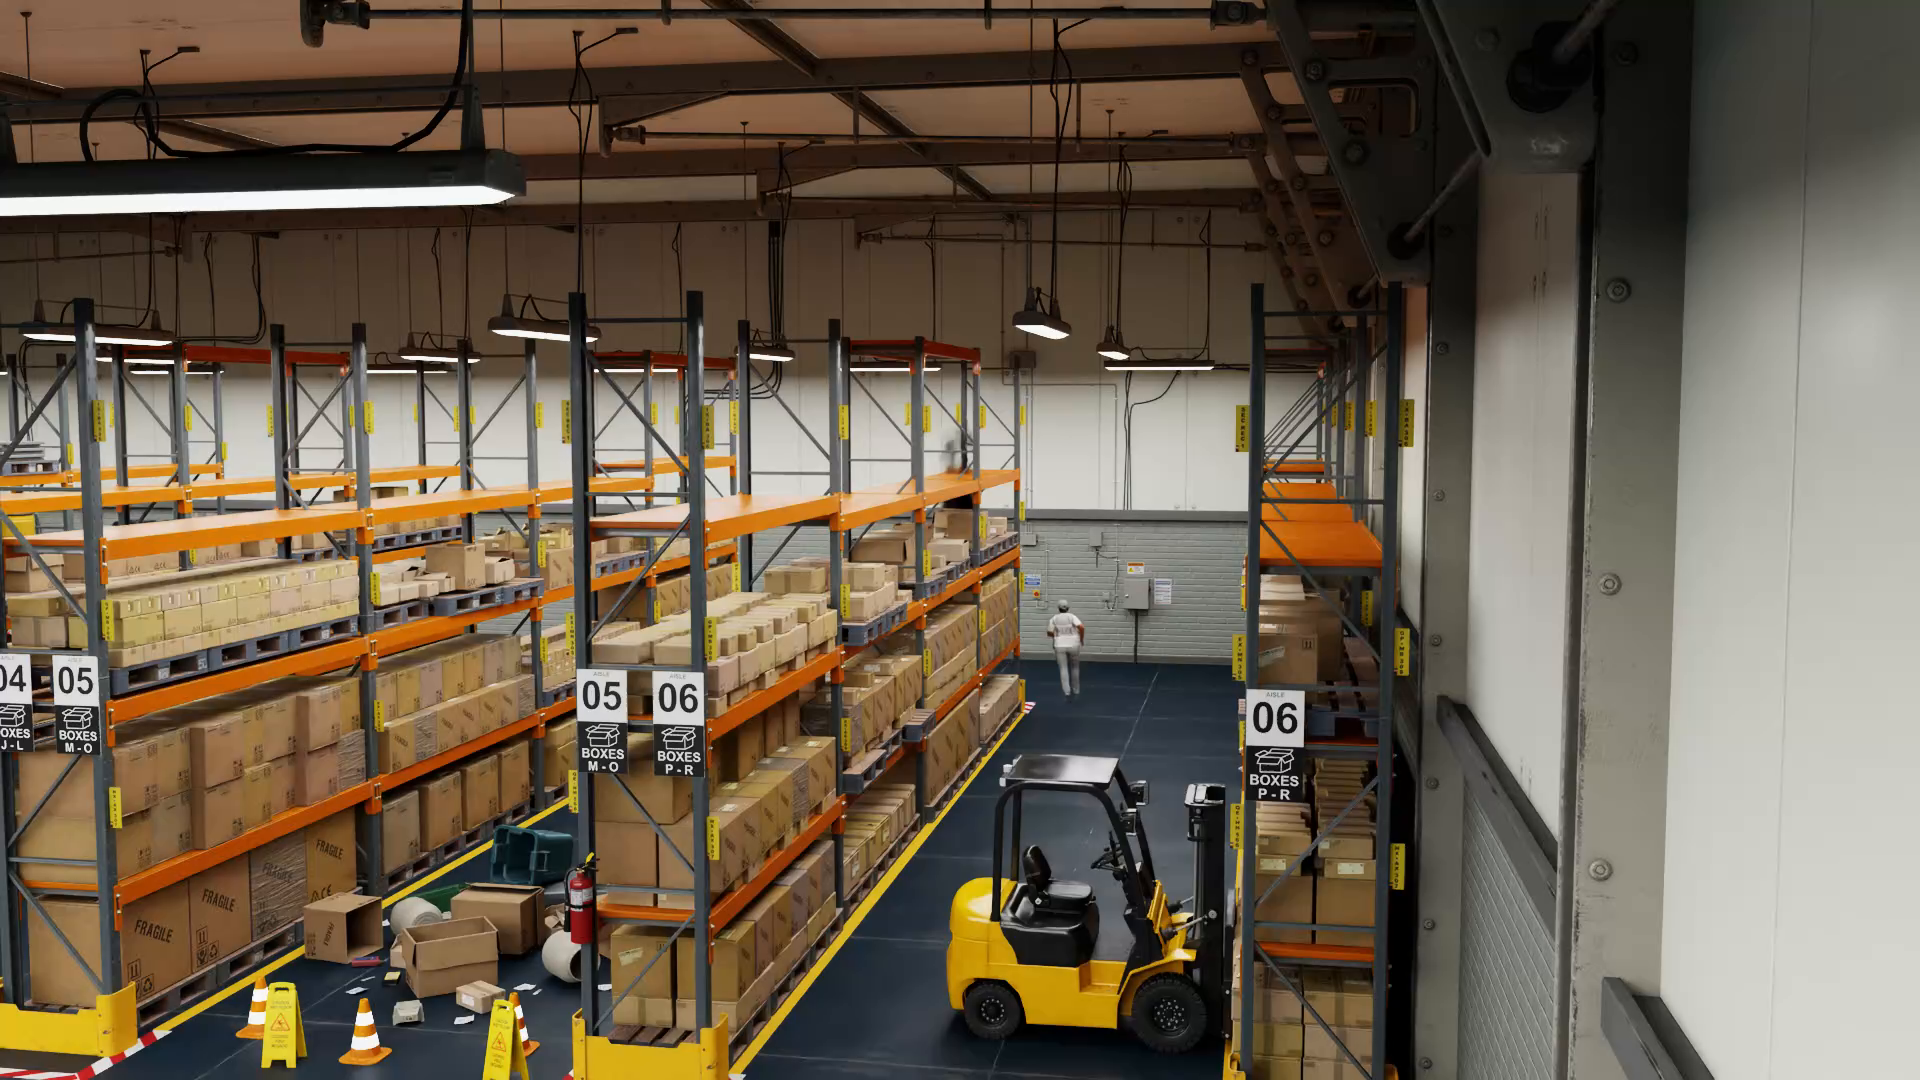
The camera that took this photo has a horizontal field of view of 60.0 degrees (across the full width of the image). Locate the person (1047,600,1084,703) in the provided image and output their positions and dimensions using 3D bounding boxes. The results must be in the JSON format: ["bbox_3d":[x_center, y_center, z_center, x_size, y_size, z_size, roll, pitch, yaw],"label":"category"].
[{"bbox_3d":[1.749,1.835,27.616,0.626,1.694,0.836,0,5,4],"label":"person"}]
